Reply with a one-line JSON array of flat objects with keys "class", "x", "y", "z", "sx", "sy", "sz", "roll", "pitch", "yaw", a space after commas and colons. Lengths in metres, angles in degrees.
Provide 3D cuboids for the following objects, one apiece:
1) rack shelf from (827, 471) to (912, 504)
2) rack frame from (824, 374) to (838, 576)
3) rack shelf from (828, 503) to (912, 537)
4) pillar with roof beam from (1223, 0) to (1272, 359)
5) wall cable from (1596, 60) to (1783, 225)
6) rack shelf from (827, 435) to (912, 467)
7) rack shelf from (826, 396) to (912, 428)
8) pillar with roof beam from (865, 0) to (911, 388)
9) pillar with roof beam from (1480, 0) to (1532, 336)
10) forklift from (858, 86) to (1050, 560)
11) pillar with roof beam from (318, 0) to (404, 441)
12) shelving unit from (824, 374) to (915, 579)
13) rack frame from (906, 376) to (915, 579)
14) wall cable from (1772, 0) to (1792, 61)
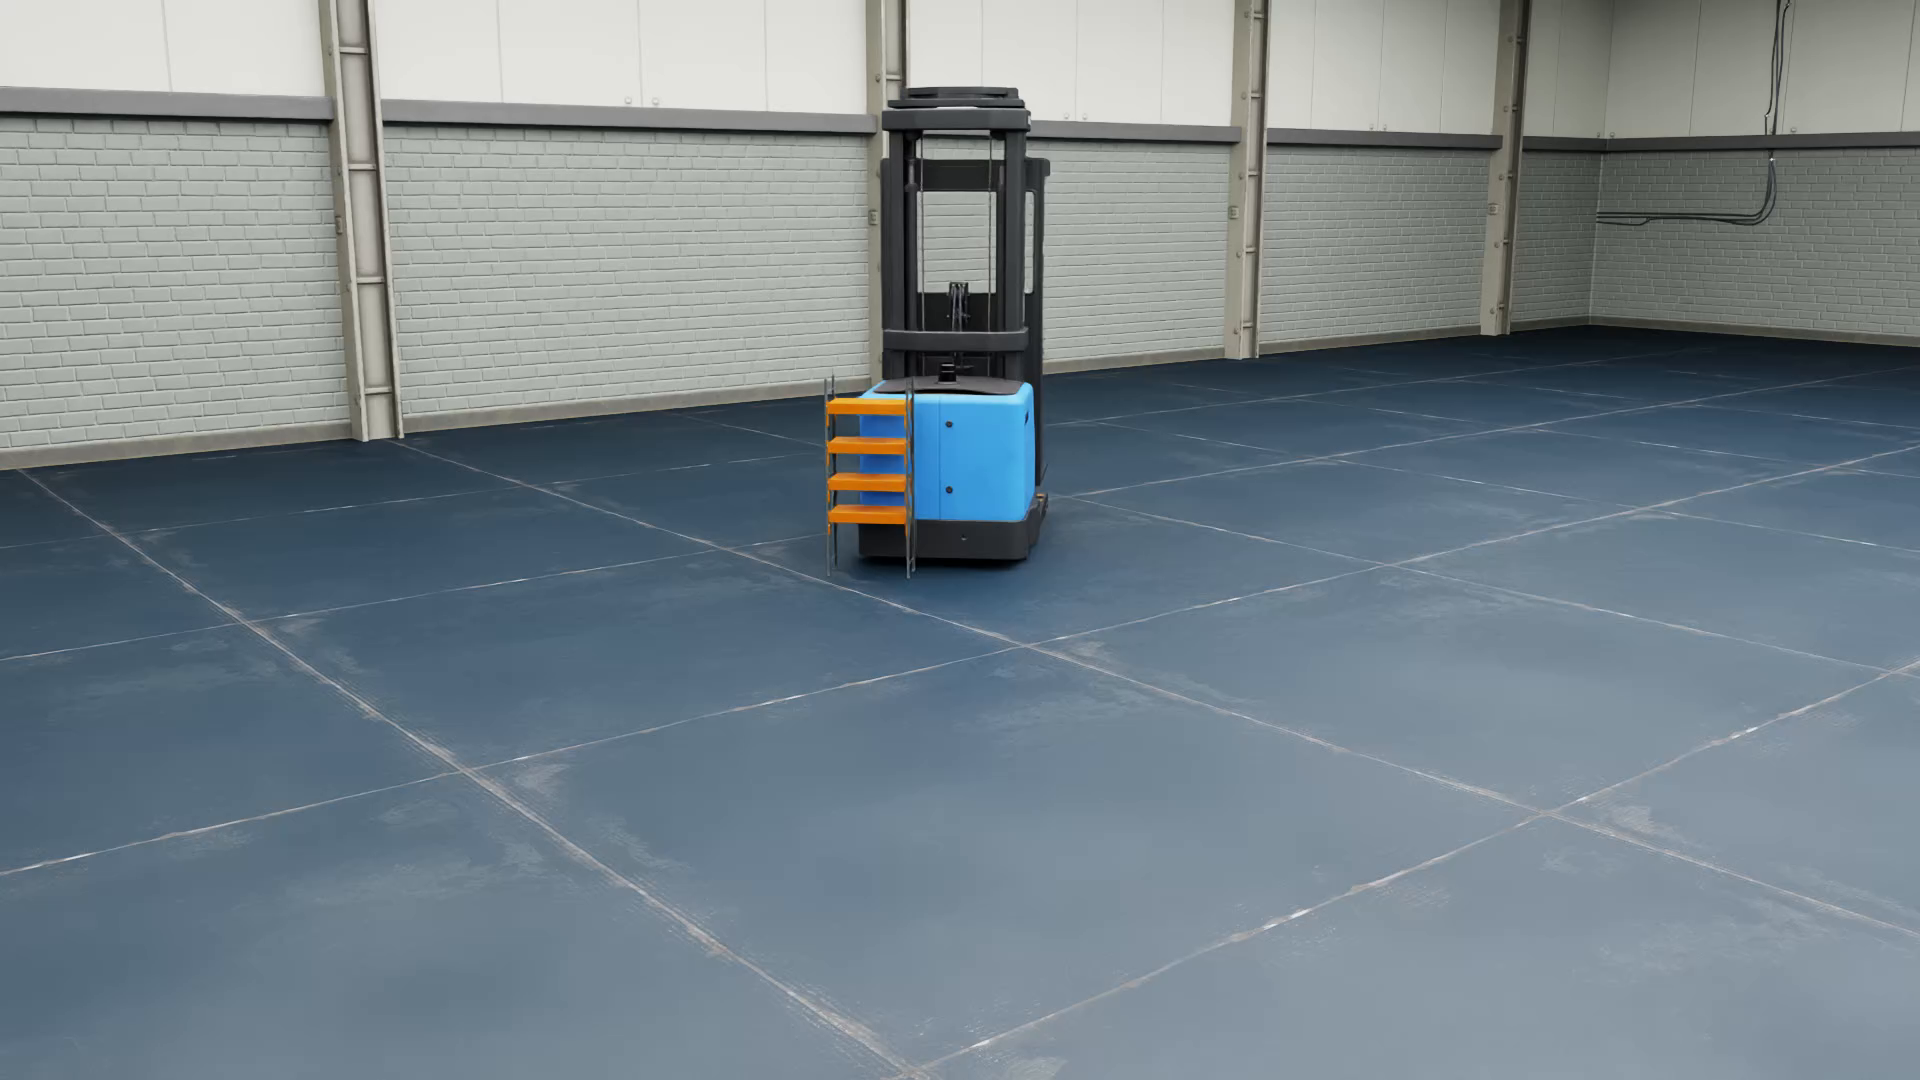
[{"class": "rack shelf", "x": -0.540, "y": -0.319, "z": 10.065, "sx": 0.480, "sy": 0.148, "sz": 0.258, "roll": 2, "pitch": 12, "yaw": 7}, {"class": "rack frame", "x": -0.782, "y": -0.391, "z": 10.082, "sx": 0.015, "sy": 1.200, "sz": 0.240, "roll": 2, "pitch": 12, "yaw": 7}, {"class": "rack shelf", "x": -0.540, "y": -0.125, "z": 10.107, "sx": 0.480, "sy": 0.148, "sz": 0.258, "roll": 2, "pitch": 12, "yaw": 7}, {"class": "pillar with roof beam", "x": 6.574, "y": -6.226, "z": 18.783, "sx": 0.400, "sy": 9.000, "sz": 9.100, "roll": -9, "pitch": 15, "yaw": -38}, {"class": "wall cable", "x": 11.696, "y": -6.351, "z": 26.851, "sx": 0.112, "sy": 2.526, "sz": 3.097, "roll": -9, "pitch": 15, "yaw": -38}, {"class": "rack shelf", "x": -0.540, "y": -0.538, "z": 10.019, "sx": 0.480, "sy": 0.148, "sz": 0.258, "roll": 2, "pitch": 12, "yaw": 7}, {"class": "rack shelf", "x": -0.540, "y": -0.769, "z": 9.970, "sx": 0.480, "sy": 0.148, "sz": 0.258, "roll": 2, "pitch": 12, "yaw": 7}, {"class": "pillar with roof beam", "x": 1.888, "y": -5.447, "z": 15.117, "sx": 0.400, "sy": 9.000, "sz": 9.100, "roll": -9, "pitch": 15, "yaw": -38}, {"class": "pillar with roof beam", "x": 11.259, "y": -7.004, "z": 22.450, "sx": 0.400, "sy": 9.000, "sz": 9.100, "roll": -9, "pitch": 15, "yaw": -38}, {"class": "forklift", "x": 0.042, "y": -1.565, "z": 11.441, "sx": 1.130, "sy": 2.935, "sz": 3.031, "roll": 1, "pitch": 12, "yaw": 6}, {"class": "pillar with roof beam", "x": -2.797, "y": -4.669, "z": 11.450, "sx": 0.400, "sy": 9.000, "sz": 9.100, "roll": -9, "pitch": 15, "yaw": -38}, {"class": "shelving unit", "x": -0.540, "y": -0.385, "z": 10.051, "sx": 0.503, "sy": 1.200, "sz": 0.258, "roll": 2, "pitch": 12, "yaw": 7}, {"class": "rack frame", "x": -0.298, "y": -0.378, "z": 10.021, "sx": 0.015, "sy": 1.200, "sz": 0.240, "roll": 2, "pitch": 12, "yaw": 7}, {"class": "wall cable", "x": 13.386, "y": -8.383, "z": 24.260, "sx": 0.112, "sy": 2.526, "sz": 3.097, "roll": -9, "pitch": 15, "yaw": -38}]
